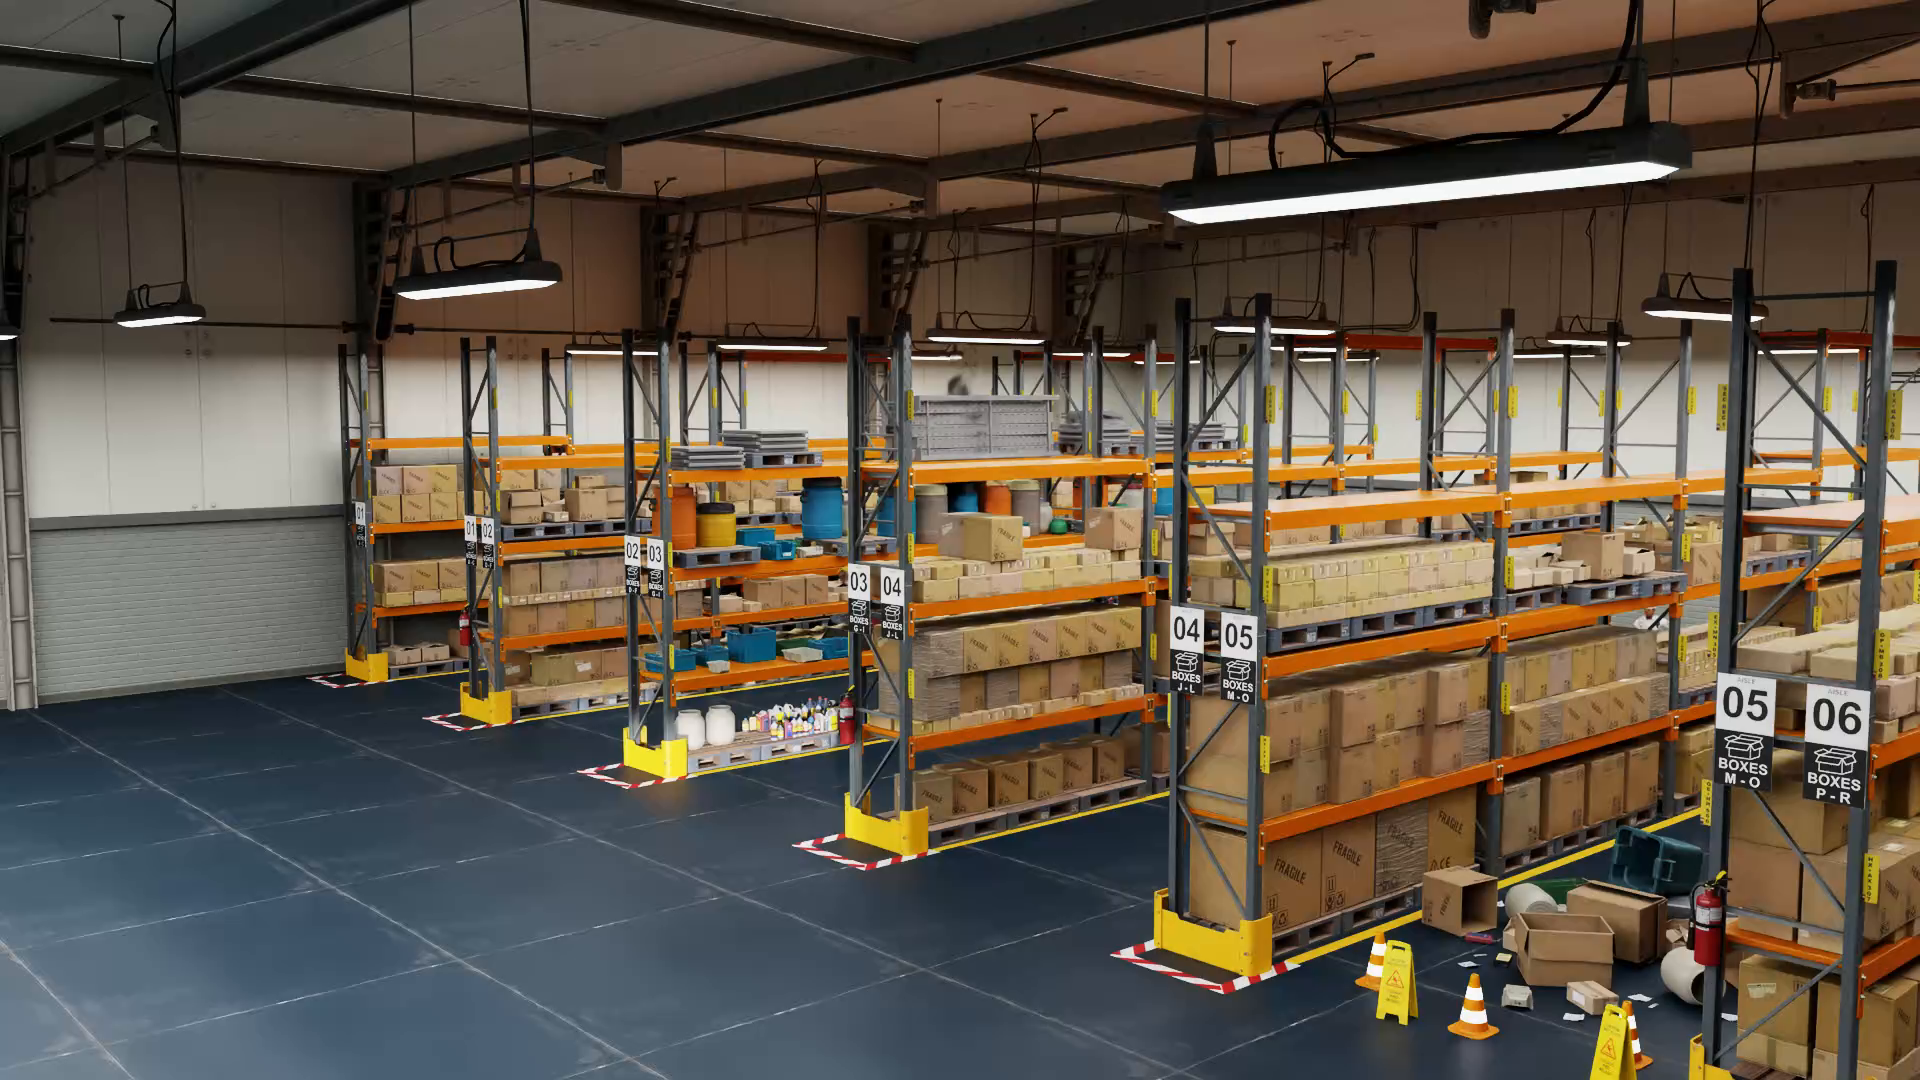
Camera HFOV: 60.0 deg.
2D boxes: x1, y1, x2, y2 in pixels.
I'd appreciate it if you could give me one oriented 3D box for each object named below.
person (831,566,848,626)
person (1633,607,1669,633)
[{"bbox_3d":[-2.282,1.351,33.074,0.610,1.724,0.703,-4,7,-38],"label":"person"},{"bbox_3d":[11.433,1.872,27.535,0.601,1.710,0.757,5,7,43],"label":"person"}]
